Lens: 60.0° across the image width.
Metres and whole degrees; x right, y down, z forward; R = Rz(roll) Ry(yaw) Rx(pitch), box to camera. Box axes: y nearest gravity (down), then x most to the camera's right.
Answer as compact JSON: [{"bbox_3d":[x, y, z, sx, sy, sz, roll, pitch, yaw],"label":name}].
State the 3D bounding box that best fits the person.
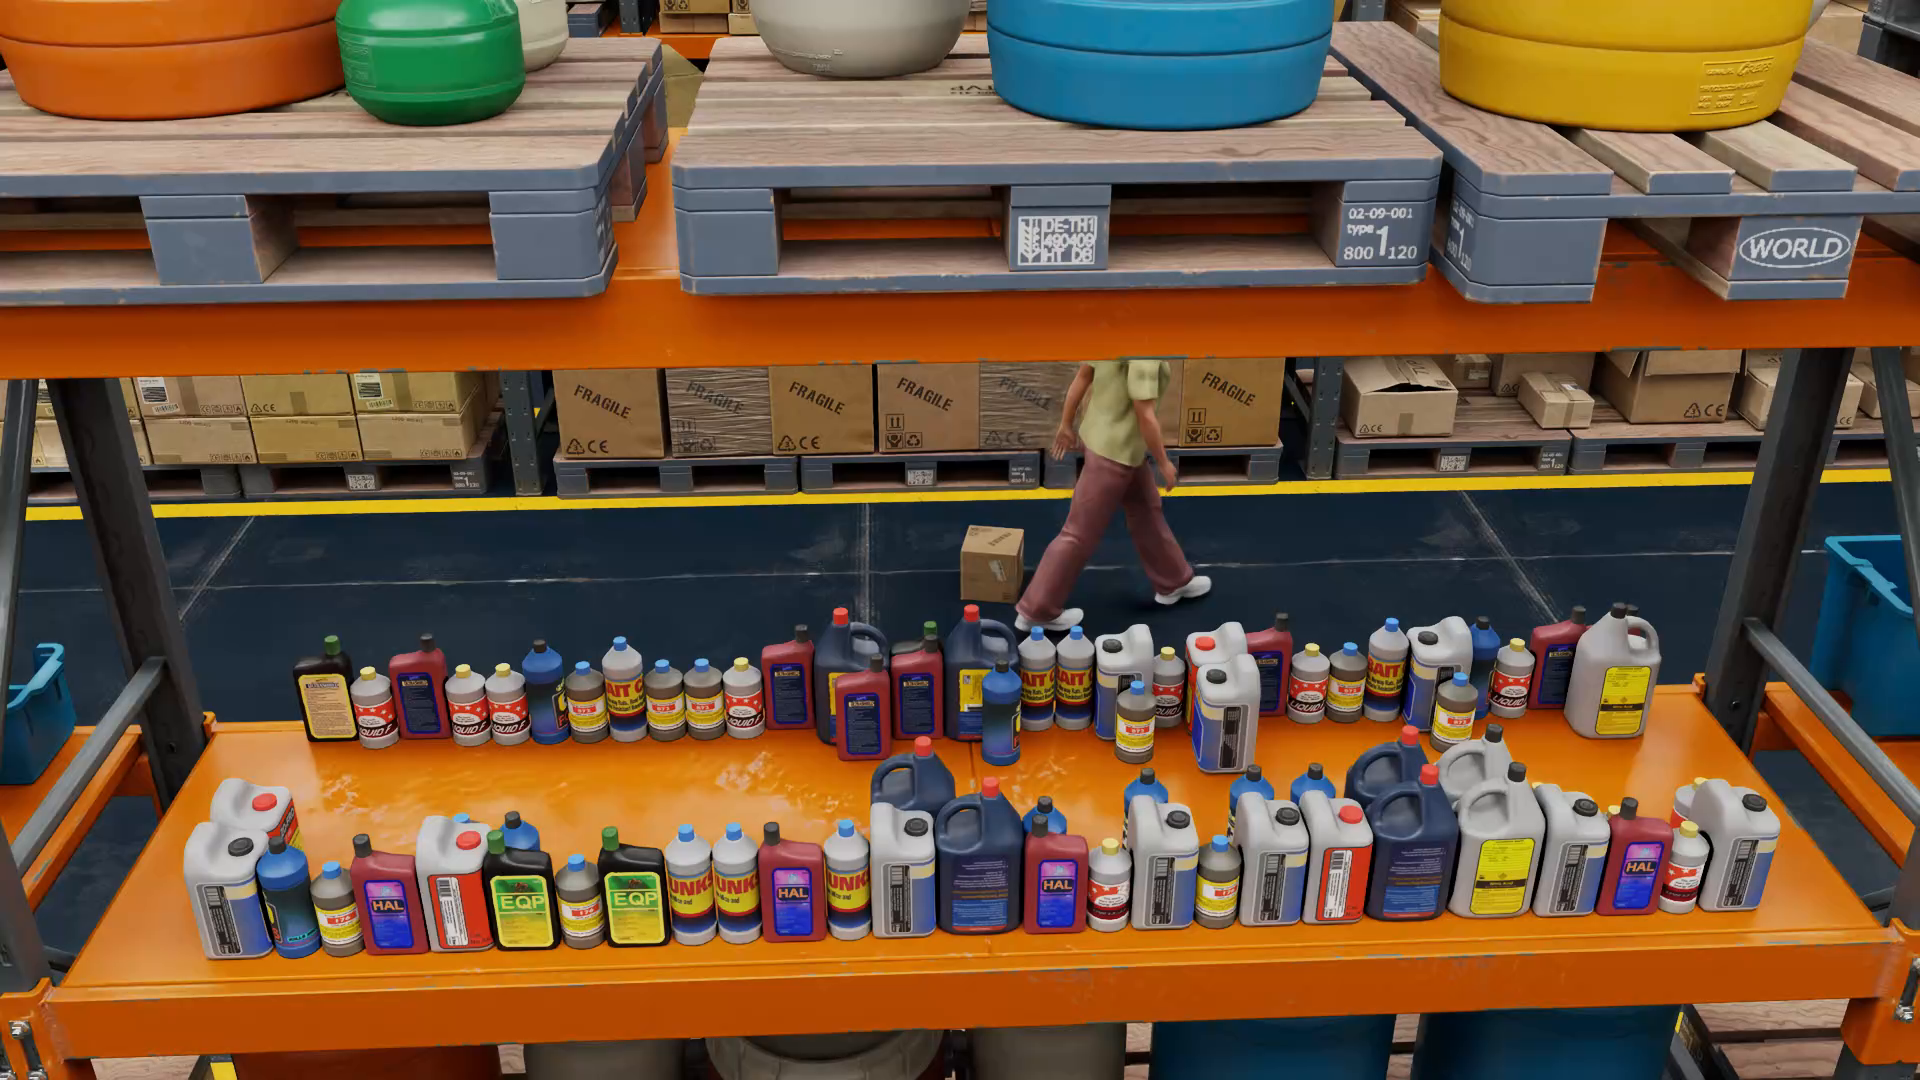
[{"bbox_3d":[0.725,-0.373,6.819,1.008,1.604,0.475,-5,28,-10],"label":"person"}]
